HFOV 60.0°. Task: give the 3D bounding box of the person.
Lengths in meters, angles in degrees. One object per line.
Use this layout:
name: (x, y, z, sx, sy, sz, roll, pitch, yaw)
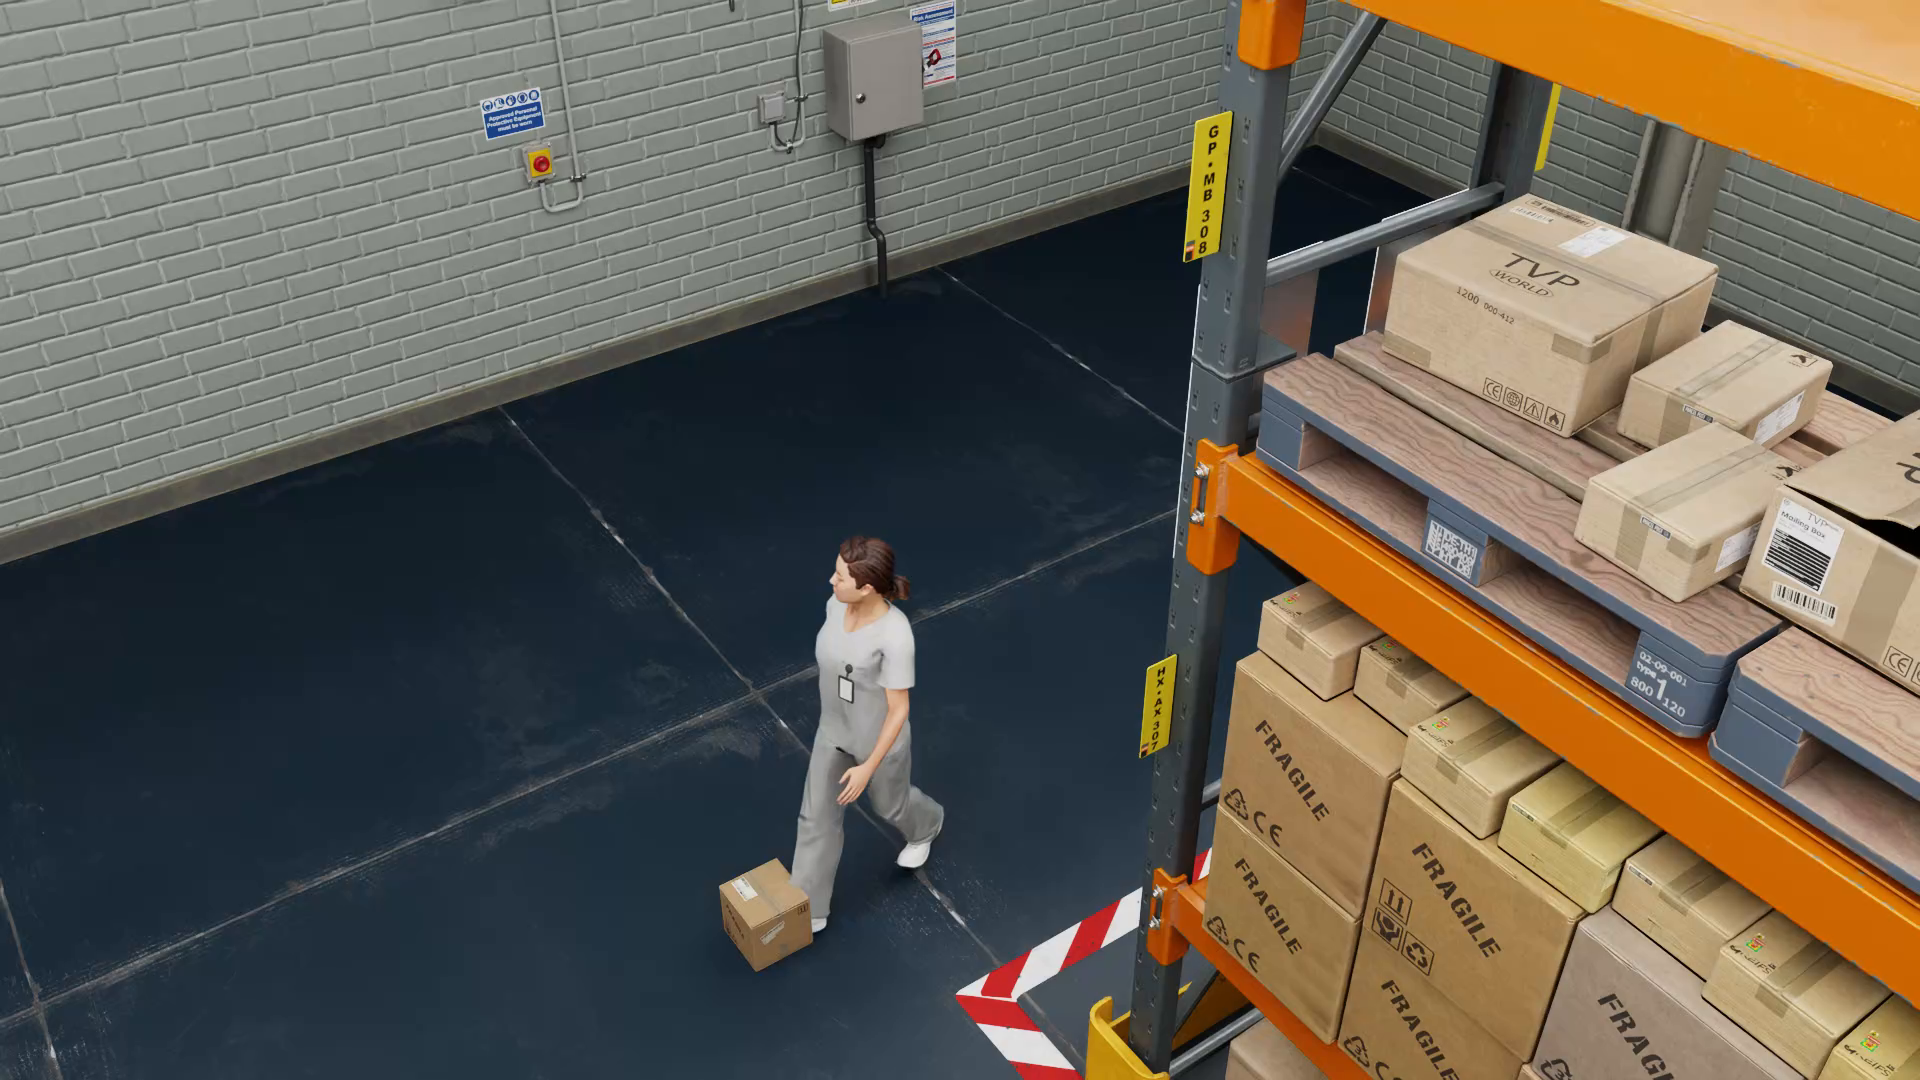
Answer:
person: (-0.400, 0.732, 6.031, 0.498, 1.618, 0.946, 29, 45, 33)
